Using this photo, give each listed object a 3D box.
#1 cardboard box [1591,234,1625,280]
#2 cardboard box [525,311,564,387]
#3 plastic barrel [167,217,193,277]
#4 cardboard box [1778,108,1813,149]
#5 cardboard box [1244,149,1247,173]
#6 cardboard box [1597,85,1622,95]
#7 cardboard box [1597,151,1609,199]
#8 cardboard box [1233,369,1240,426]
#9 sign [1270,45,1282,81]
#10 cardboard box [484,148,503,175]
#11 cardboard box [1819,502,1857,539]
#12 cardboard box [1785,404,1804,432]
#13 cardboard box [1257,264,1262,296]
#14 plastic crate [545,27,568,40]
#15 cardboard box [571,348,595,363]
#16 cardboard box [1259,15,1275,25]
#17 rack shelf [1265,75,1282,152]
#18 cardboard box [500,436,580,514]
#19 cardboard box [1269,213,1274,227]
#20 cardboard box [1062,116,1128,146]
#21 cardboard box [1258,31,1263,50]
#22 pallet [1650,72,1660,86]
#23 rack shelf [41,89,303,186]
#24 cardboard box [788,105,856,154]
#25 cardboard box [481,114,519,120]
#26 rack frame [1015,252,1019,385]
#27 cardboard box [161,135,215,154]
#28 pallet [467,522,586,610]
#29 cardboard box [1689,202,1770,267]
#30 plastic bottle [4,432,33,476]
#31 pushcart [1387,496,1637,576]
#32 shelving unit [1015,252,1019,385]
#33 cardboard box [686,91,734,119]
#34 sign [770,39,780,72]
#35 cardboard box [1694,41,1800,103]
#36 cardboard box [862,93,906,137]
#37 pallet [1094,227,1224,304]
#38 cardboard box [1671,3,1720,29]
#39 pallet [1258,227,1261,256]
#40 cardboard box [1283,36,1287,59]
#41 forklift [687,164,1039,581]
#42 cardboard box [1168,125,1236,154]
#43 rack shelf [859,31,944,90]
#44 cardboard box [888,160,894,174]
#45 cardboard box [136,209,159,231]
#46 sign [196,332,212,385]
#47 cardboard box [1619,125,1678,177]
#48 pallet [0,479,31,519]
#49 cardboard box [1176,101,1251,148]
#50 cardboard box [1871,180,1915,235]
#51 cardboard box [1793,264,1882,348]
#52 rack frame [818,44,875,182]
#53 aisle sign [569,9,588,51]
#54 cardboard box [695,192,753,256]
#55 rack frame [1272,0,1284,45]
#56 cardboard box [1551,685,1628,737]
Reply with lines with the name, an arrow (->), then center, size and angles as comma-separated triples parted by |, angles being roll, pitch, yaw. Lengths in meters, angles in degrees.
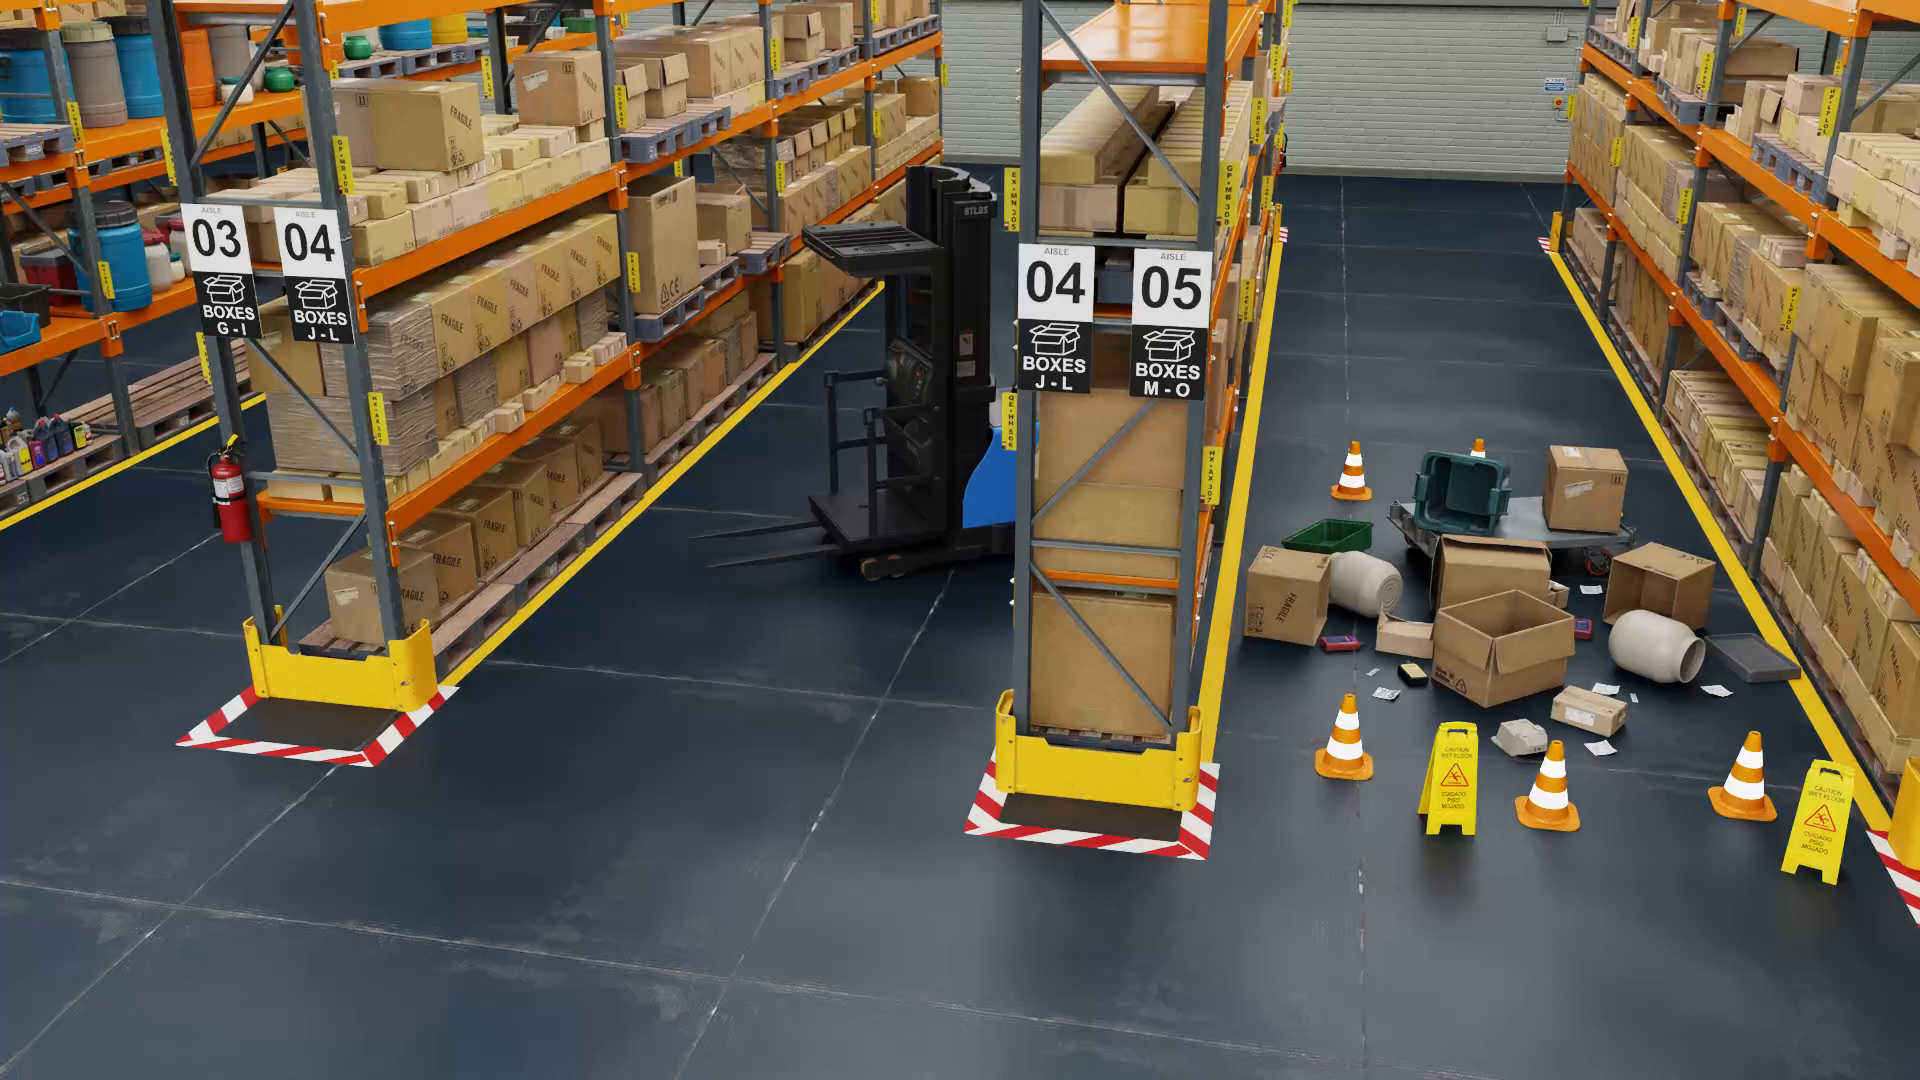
cardboard box -> 8.538, -3.556, 21.035 | 0.875, 0.438, 0.875 | 4, 22, 9
cardboard box -> -3.503, -1.484, 12.492 | 0.875, 0.500, 0.500 | 4, 22, 11
plastic barrel -> -7.500, -2.872, 16.289 | 0.433, 0.535, 0.433 | 0, 22, 0
cardboard box -> 6.681, -3.187, 12.876 | 0.500, 0.250, 0.500 | 5, 22, 12
cardboard box -> 1.760, -2.587, 11.387 | 0.380, 0.149, 0.250 | 5, 22, 12
cardboard box -> 8.317, -5.693, 21.132 | 0.380, 0.149, 0.250 | 5, 22, 11
cardboard box -> 8.067, -4.425, 20.191 | 0.500, 0.500, 0.500 | 4, 22, 10
cardboard box -> 2.053, -1.494, 15.496 | 1.050, 0.750, 0.750 | 5, 22, 12
sign -> 2.982, -4.501, 15.701 | 0.100, 0.325, 0.005 | 4, 22, 11
cardboard box -> -3.400, -2.622, 11.501 | 0.380, 0.149, 0.250 | 4, 22, 9
cardboard box -> 5.866, -0.120, 10.882 | 0.380, 0.149, 0.250 | 6, 23, 14
cardboard box -> 6.112, -0.868, 11.829 | 0.380, 0.149, 0.250 | 4, 22, 11
cardboard box -> 3.035, -2.861, 18.221 | 0.500, 0.250, 0.500 | 5, 22, 11
plastic crate -> -5.790, -7.091, 23.283 | 0.437, 0.136, 0.530 | 4, 22, 11
cardboard box -> -3.137, -1.435, 13.238 | 0.380, 0.149, 0.250 | 4, 22, 11
cardboard box -> 3.553, -6.168, 19.635 | 0.380, 0.149, 0.250 | 4, 22, 10
rack shelf -> 2.848, -4.667, 17.875 | 1.077, 0.370, 4.000 | 4, 22, 11
cardboard box -> -3.441, -0.512, 13.395 | 0.500, 0.500, 0.500 | 12, 25, 28
cardboard box -> 4.062, -4.355, 22.610 | 0.380, 0.149, 0.250 | 5, 23, 13
cardboard box -> 0.804, -2.452, 9.985 | 0.380, 0.149, 0.250 | 4, 22, 10
cardboard box -> 2.898, -4.987, 16.546 | 0.396, 0.266, 0.258 | 4, 22, 11
pallet -> 7.984, -4.964, 17.906 | 0.805, 0.209, 1.217 | 4, 22, 9
rack shelf -> -7.652, -3.997, 16.211 | 1.077, 0.370, 4.000 | 4, 22, 11
cardboard box -> -1.701, -5.034, 20.360 | 0.797, 0.503, 0.637 | 4, 22, 10
cardboard box -> -3.579, -3.242, 13.040 | 0.380, 0.149, 0.250 | 4, 22, 9
rack frame -> 0.593, -1.314, 13.775 | 0.015, 2.100, 0.400 | -17, 26, -37
cardboard box -> -10.905, -5.725, 23.419 | 0.500, 0.500, 0.500 | 5, 22, 12
pallet -> -3.560, 0.159, 12.676 | 1.003, 0.211, 1.213 | 4, 22, 11
cardboard box -> 6.988, -2.770, 15.122 | 0.500, 0.500, 0.500 | 4, 22, 9
plastic bottle -> -8.014, -0.737, 14.126 | 0.144, 0.351, 0.185 | 4, 22, 11
pushcart -> 4.248, -0.014, 12.883 | 1.648, 0.377, 0.936 | -3, 22, -8
shelving unit -> 0.781, -1.370, 13.920 | 0.503, 2.100, 0.431 | -17, 26, -37
cardboard box -> -2.445, -4.057, 15.596 | 0.500, 0.250, 0.500 | 5, 22, 12
sign -> -1.864, -4.882, 16.754 | 0.100, 0.325, 0.005 | 4, 22, 11
cardboard box -> 7.236, -4.321, 15.353 | 0.797, 0.503, 0.637 | 3, 22, 8
cardboard box -> -1.021, -5.698, 22.286 | 0.500, 0.500, 0.500 | 4, 22, 9
pallet -> 0.949, -1.575, 9.352 | 1.003, 0.211, 1.213 | 4, 22, 11
cardboard box -> 8.449, -5.879, 19.090 | 0.500, 0.500, 0.500 | 5, 22, 12
pallet -> 2.481, -3.058, 17.188 | 1.213, 0.211, 1.003 | 4, 22, 11
cardboard box -> 3.828, -6.185, 20.881 | 0.500, 0.250, 0.500 | 5, 23, 13
forklift -> -0.582, -1.275, 12.597 | 3.031, 2.935, 1.130 | -8, 23, -20
cardboard box -> 1.396, -2.308, 9.627 | 0.380, 0.149, 0.250 | 4, 22, 10
rack shelf -> -1.170, -6.545, 22.538 | 1.077, 0.370, 4.000 | 4, 22, 11
cardboard box -> -1.086, -4.915, 21.878 | 0.380, 0.149, 0.250 | 5, 23, 13
cardboard box -> -11.205, -4.175, 22.461 | 0.500, 0.500, 0.500 | 5, 22, 11
sign -> -4.566, -1.101, 10.099 | 0.100, 0.325, 0.005 | 4, 22, 11
cardboard box -> 7.752, -4.372, 18.721 | 0.500, 0.500, 0.500 | 5, 22, 12
pallet -> -8.484, -0.224, 13.628 | 1.003, 0.211, 1.213 | 4, 22, 11
cardboard box -> 1.775, -2.917, 11.672 | 0.500, 0.250, 0.500 | 4, 22, 10
cardboard box -> 5.922, -2.023, 10.149 | 0.500, 0.250, 0.500 | 5, 22, 11
cardboard box -> 6.188, -1.579, 11.388 | 0.700, 0.500, 0.500 | 4, 22, 10
rack frame -> -1.579, -4.756, 21.148 | 1.000, 3.000, 0.127 | 4, 22, 11
aisle sign -> -5.887, -7.851, 25.354 | 0.394, 0.787, 0.004 | 4, 22, 11
cardboard box -> -2.482, -3.122, 16.395 | 0.700, 0.500, 0.500 | 8, 23, 19
rack frame -> 3.256, -7.124, 18.996 | 1.000, 3.000, 0.127 | 4, 22, 11
cardboard box -> 3.964, 1.077, 10.480 | 0.380, 0.149, 0.250 | 18, 28, 38
